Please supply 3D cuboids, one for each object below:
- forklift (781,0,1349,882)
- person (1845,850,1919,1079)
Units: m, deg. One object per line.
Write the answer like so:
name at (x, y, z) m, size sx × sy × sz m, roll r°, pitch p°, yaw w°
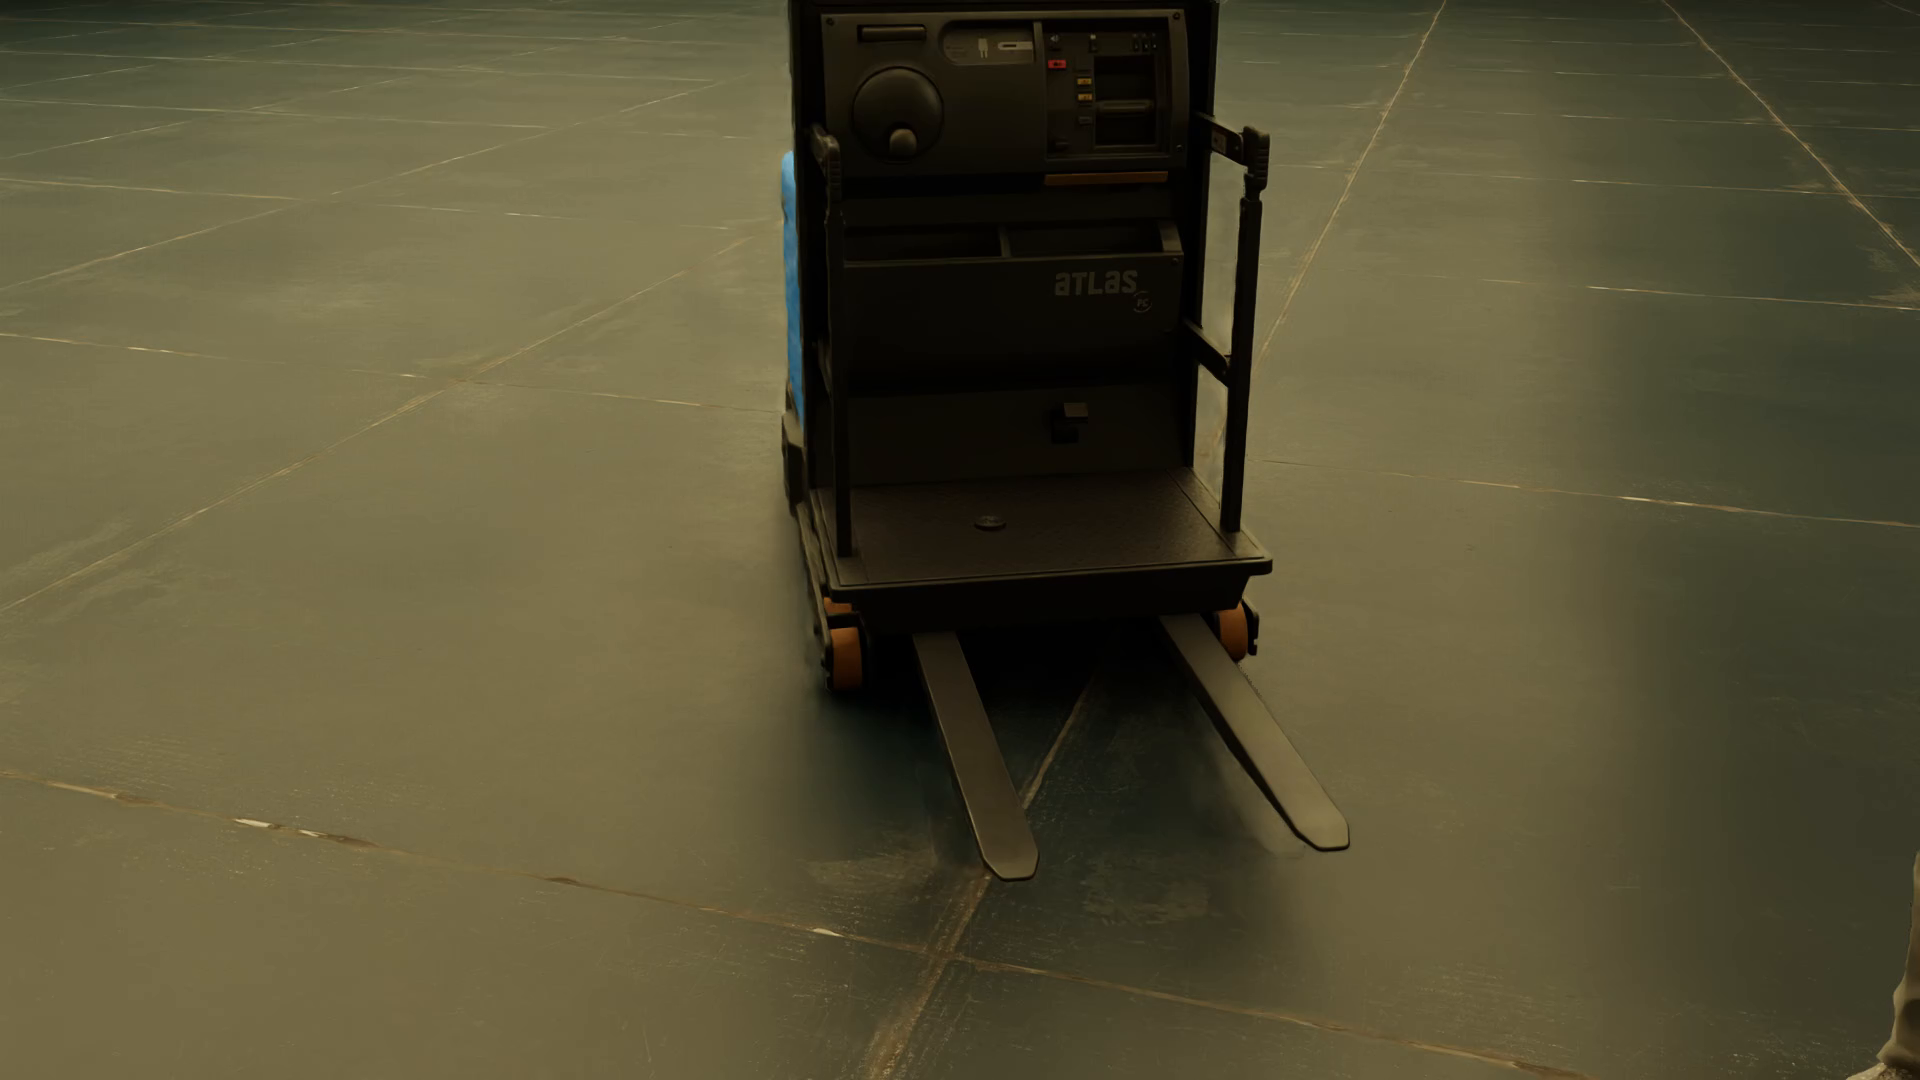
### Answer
forklift at (0.156, -1.119, 3.990) m, size 1.130 × 2.935 × 3.031 m, roll -4°, pitch 23°, yaw -9°
person at (1.623, 0.240, 2.352) m, size 0.442 × 1.682 × 0.458 m, roll 0°, pitch 22°, yaw 1°
